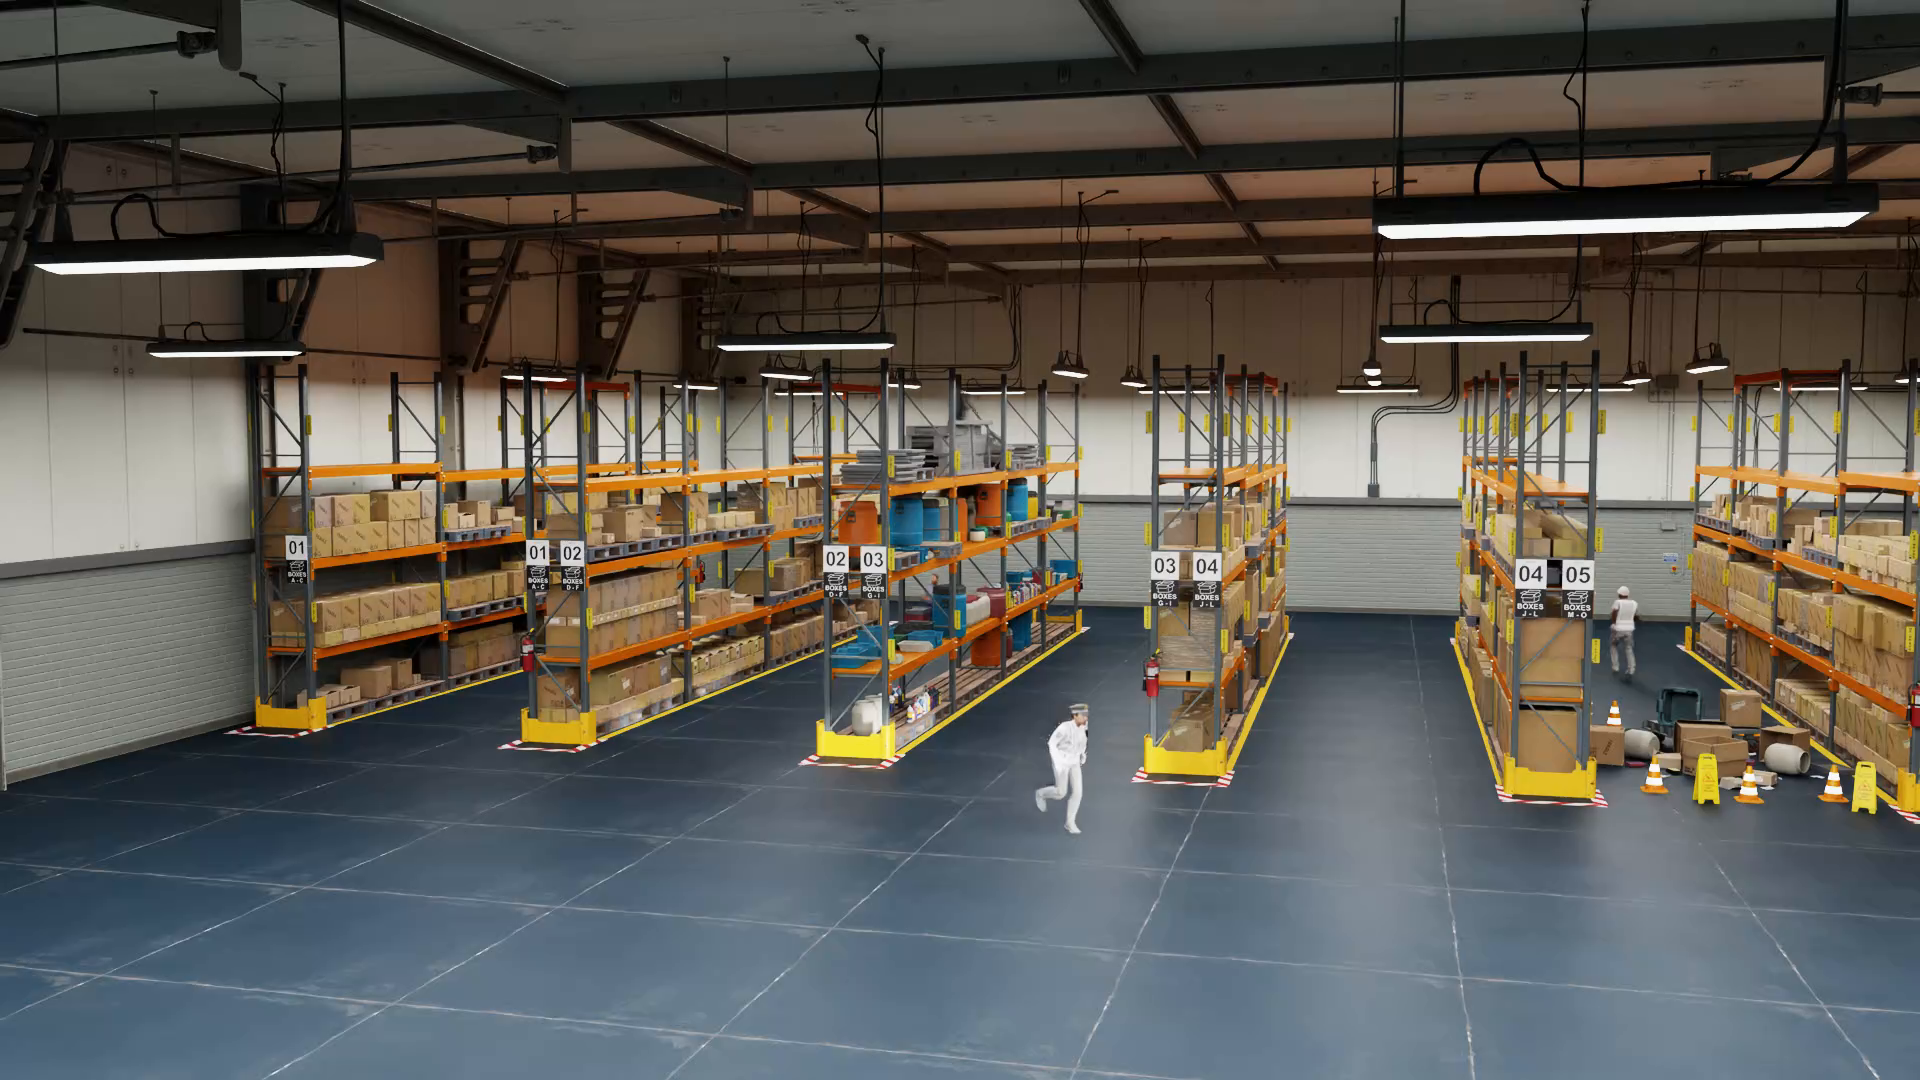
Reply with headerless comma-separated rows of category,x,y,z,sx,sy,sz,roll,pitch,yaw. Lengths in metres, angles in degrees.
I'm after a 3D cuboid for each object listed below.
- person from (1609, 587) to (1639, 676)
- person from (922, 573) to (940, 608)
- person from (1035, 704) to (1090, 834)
person,13.182,1.840,33.021,0.612,1.830,0.837,0,4,5
person,-0.556,1.603,37.734,0.607,1.686,0.788,1,4,19
person,1.275,2.799,20.692,0.617,1.632,0.872,-4,6,-44
